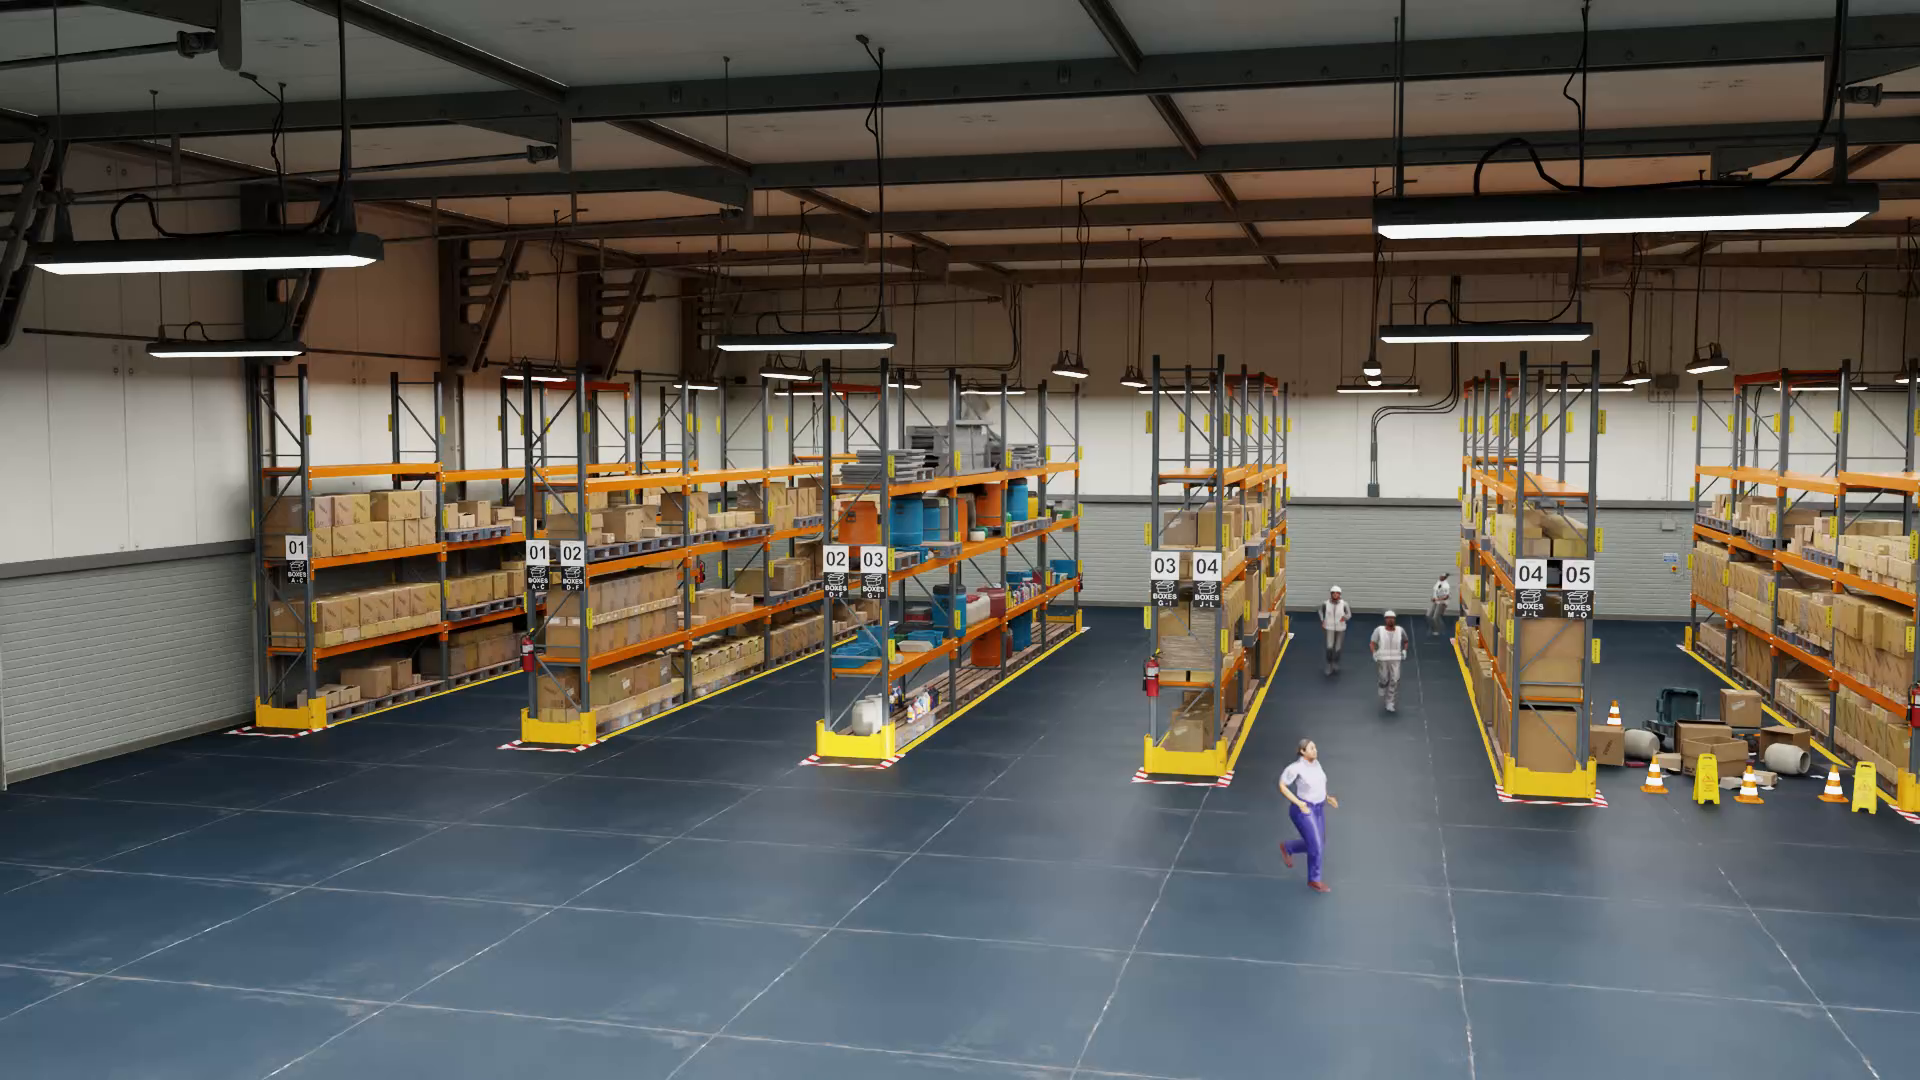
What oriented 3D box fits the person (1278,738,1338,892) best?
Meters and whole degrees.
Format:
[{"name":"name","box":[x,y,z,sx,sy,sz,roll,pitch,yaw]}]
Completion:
[{"name":"person","box":[3.740,2.963,18.097,0.607,1.631,0.745,-4,5,-43]}]

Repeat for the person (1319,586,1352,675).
[{"name":"person","box":[7.557,1.826,33.483,0.647,1.812,0.746,1,4,9]}]

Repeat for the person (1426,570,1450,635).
[{"name":"person","box":[11.320,1.506,39.356,0.528,1.643,0.799,-1,4,-18]}]

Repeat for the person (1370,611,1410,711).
[{"name":"person","box":[7.604,2.117,29.405,0.693,1.744,0.716,0,4,7]}]
